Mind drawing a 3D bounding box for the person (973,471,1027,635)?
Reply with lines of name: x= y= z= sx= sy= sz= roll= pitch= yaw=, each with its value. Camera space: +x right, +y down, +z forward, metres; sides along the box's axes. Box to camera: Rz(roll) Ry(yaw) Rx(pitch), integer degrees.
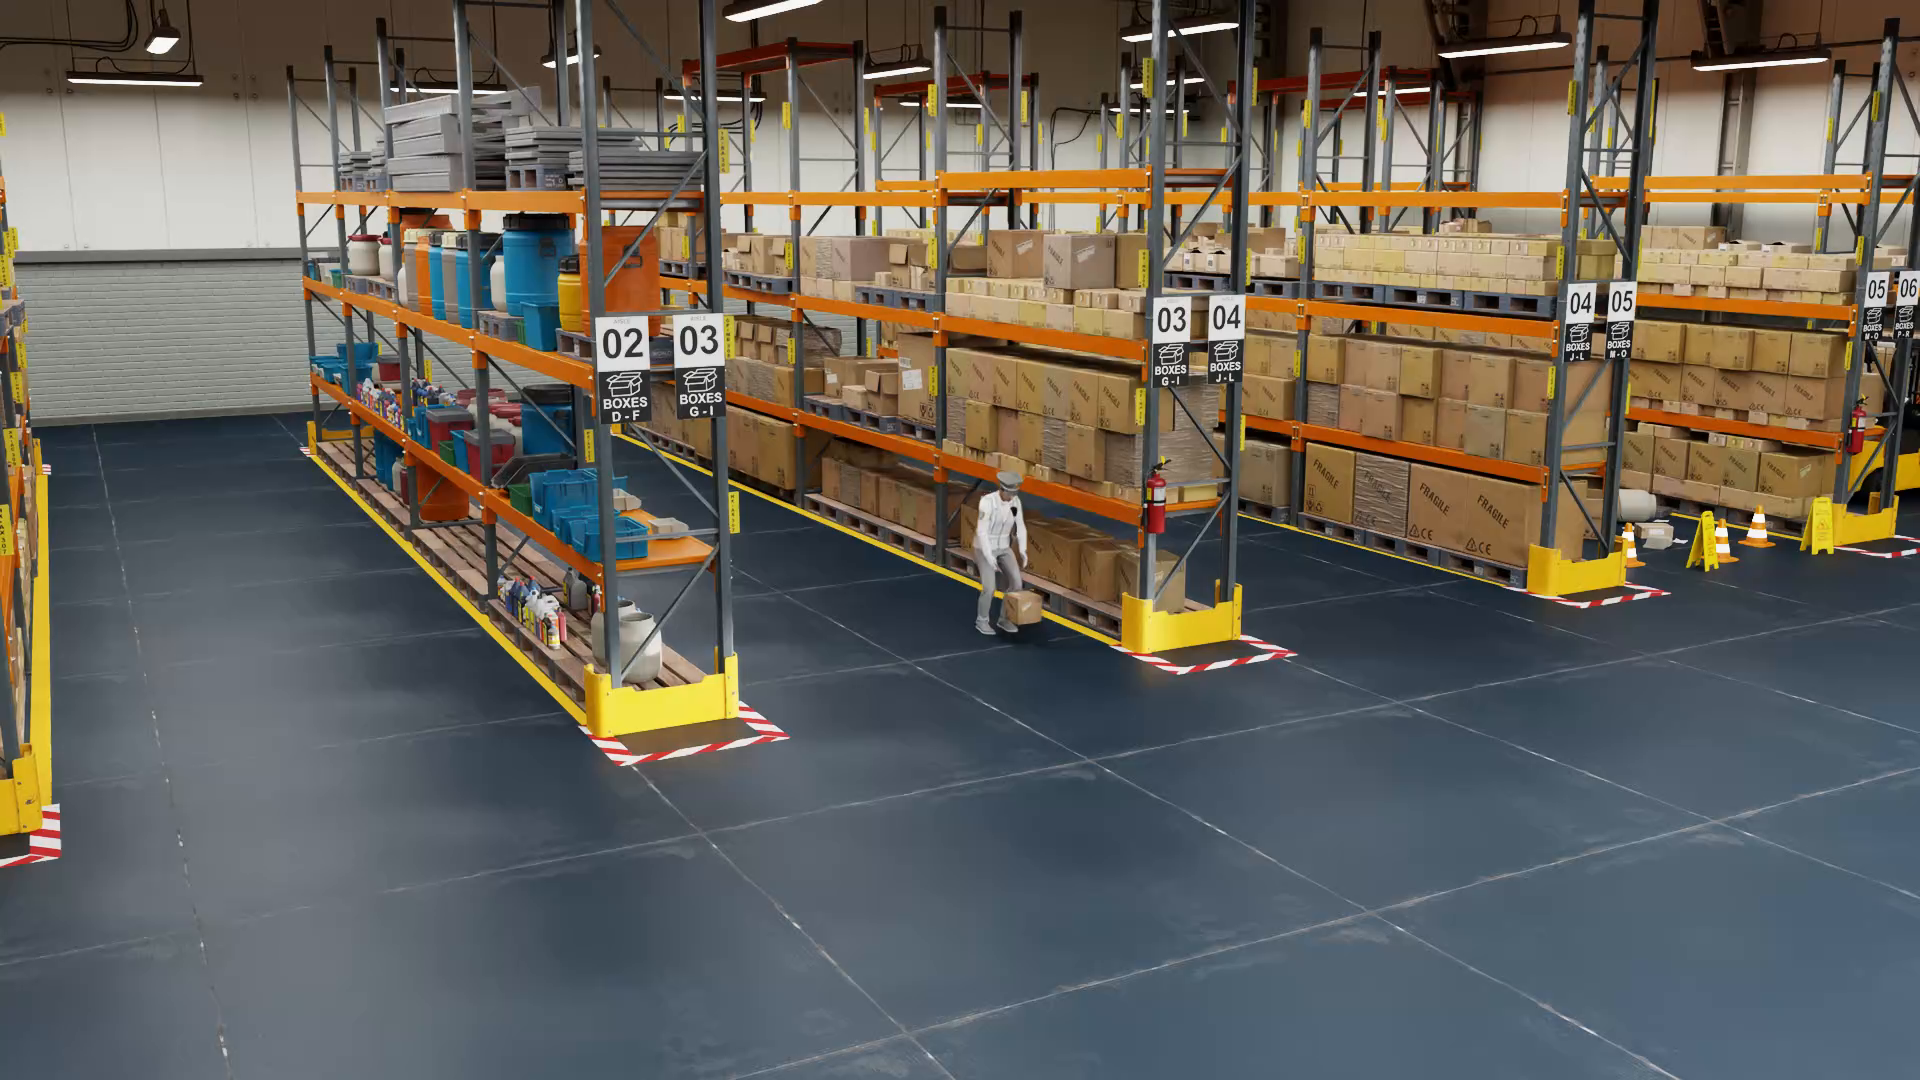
person: x=0.389 y=0.110 z=15.712 sx=0.520 sy=1.559 sz=0.548 roll=-6 pitch=13 yaw=-28
